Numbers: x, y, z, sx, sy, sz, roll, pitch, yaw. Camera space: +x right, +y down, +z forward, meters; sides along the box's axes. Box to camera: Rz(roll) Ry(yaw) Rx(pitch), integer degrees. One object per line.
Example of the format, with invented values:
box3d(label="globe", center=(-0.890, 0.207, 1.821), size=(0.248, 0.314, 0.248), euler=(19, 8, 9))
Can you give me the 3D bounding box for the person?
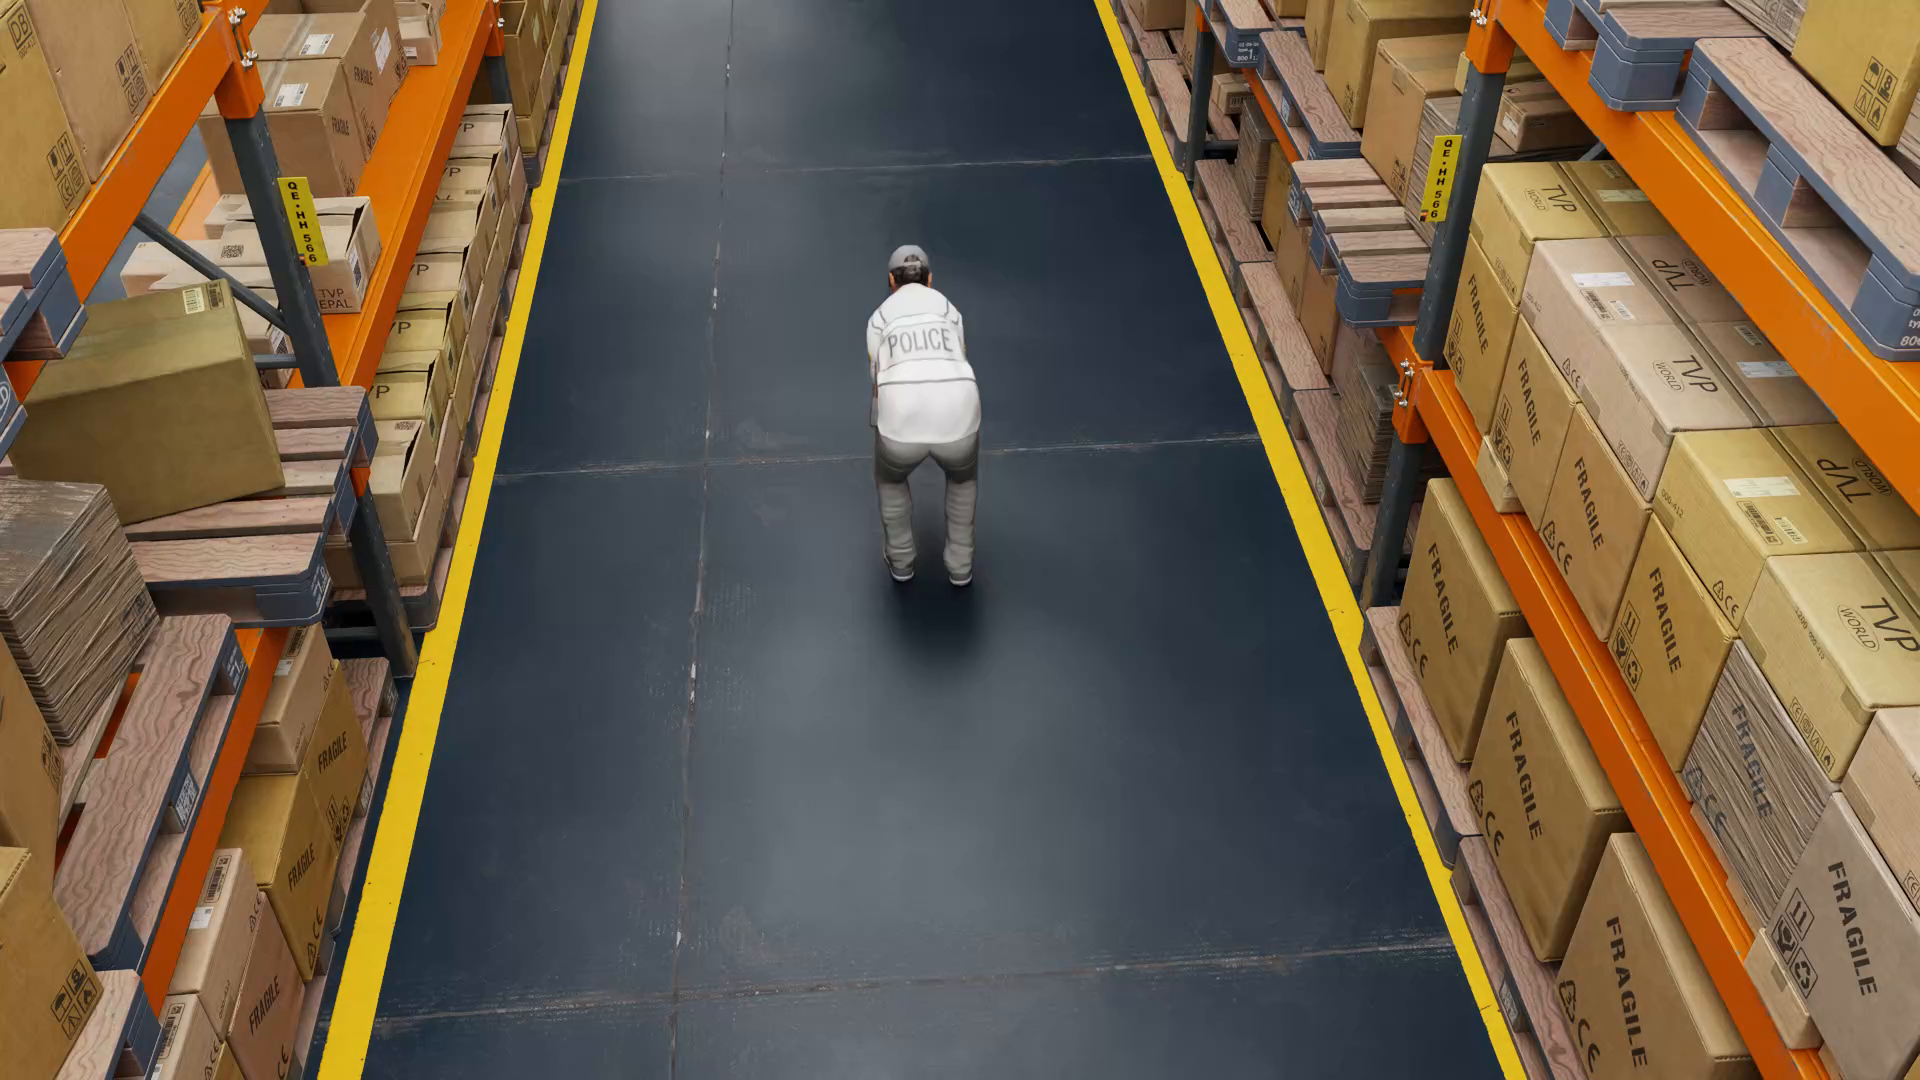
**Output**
box3d(label="person", center=(-0.164, -0.492, 7.029), size=(0.460, 1.323, 0.874), euler=(-4, 40, -5))
